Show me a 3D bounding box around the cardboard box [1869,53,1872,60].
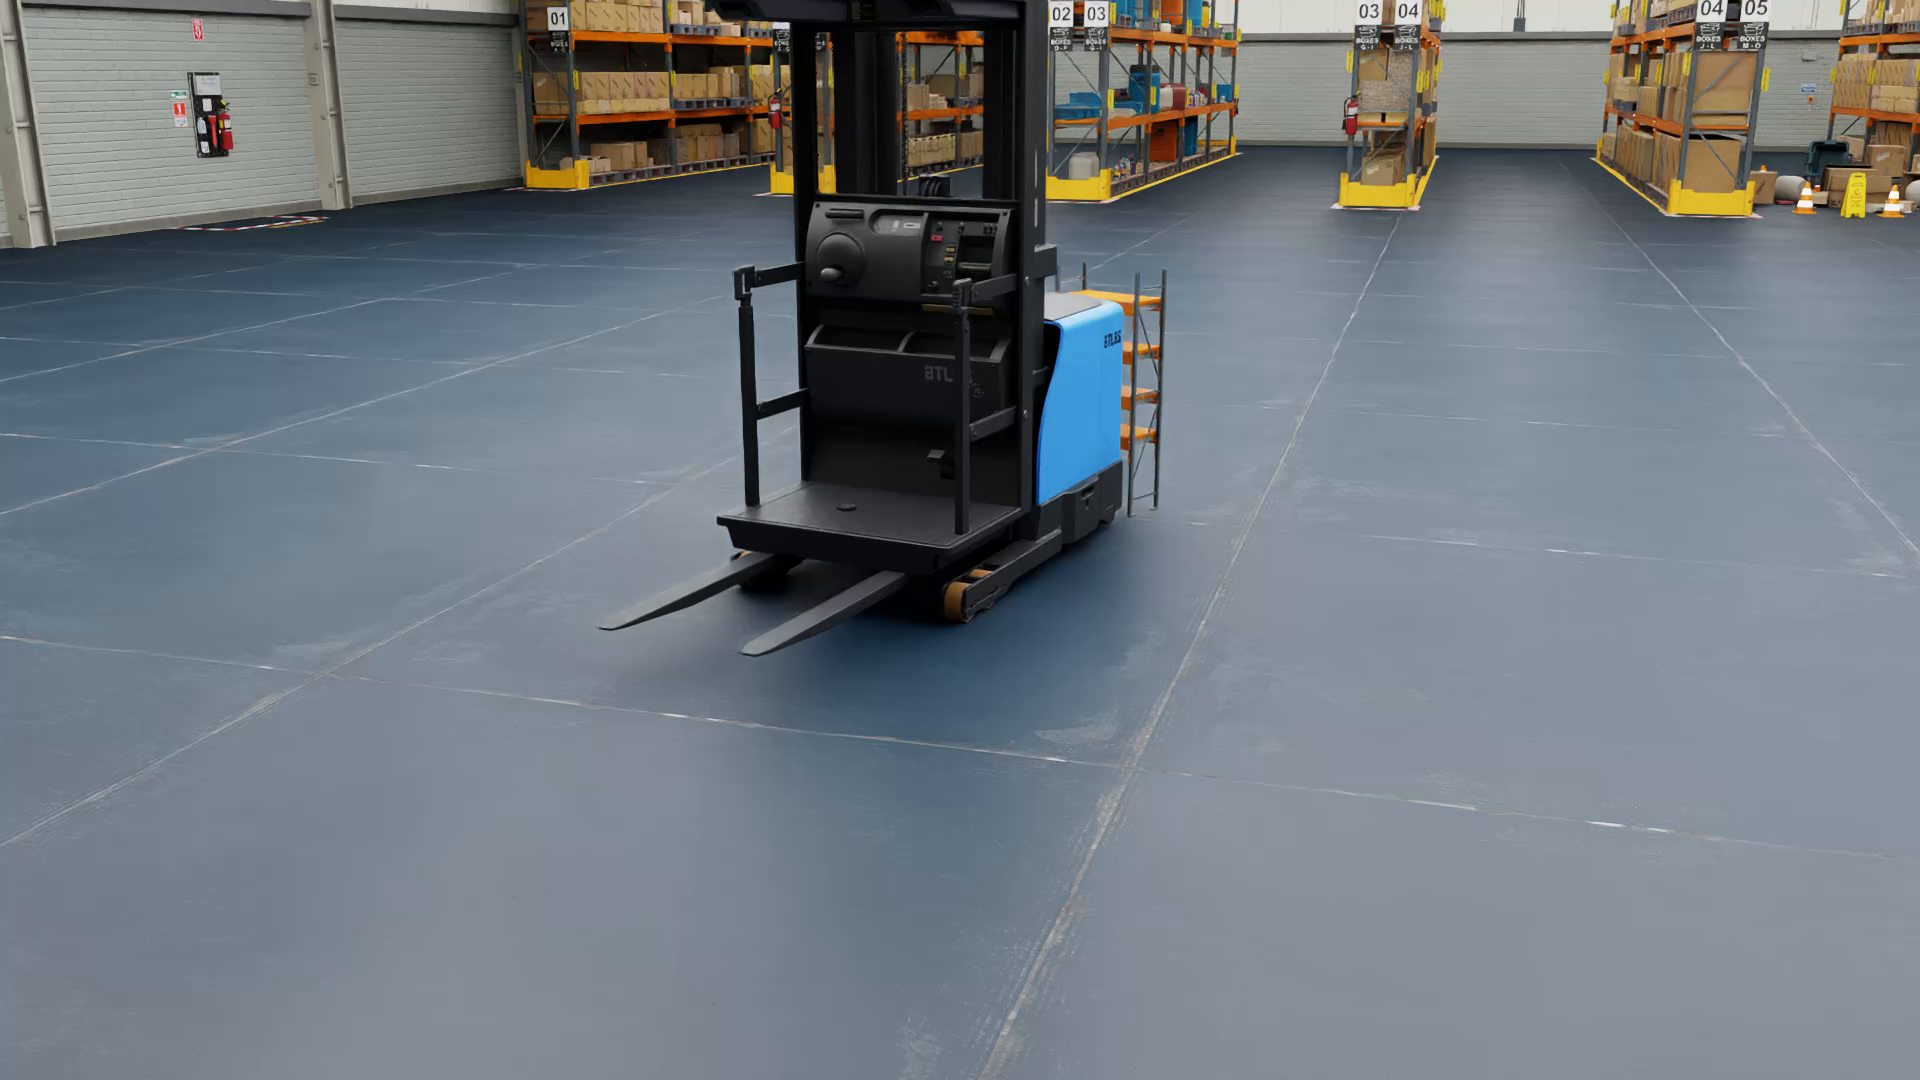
[{"bbox_3d":[19.736,-10.360,35.653,0.380,0.149,0.250,4,16,15],"label":"cardboard box"}]

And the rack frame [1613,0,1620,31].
[{"bbox_3d":[16.001,-13.511,38.972,1.000,3.000,0.127,5,16,16],"label":"rack frame"}]

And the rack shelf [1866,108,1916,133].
[{"bbox_3d":[19.071,-8.351,33.095,1.077,0.370,4.000,5,16,16],"label":"rack shelf"}]

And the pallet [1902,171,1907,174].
[{"bbox_3d":[18.799,-7.033,32.239,1.003,0.211,1.213,5,16,16],"label":"pallet"}]

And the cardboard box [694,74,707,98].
[{"bbox_3d":[-5.883,-9.759,35.750,0.700,0.500,0.500,7,17,24],"label":"cardboard box"}]

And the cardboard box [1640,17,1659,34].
[{"bbox_3d":[13.647,-10.192,32.585,0.500,0.500,0.500,5,16,16],"label":"cardboard box"}]

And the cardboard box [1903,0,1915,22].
[{"bbox_3d":[18.725,-10.351,32.376,0.500,0.500,0.500,5,17,16],"label":"cardboard box"}]

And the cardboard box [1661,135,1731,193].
[{"bbox_3d":[11.832,-6.031,26.721,0.875,0.875,0.875,4,16,15],"label":"cardboard box"}]

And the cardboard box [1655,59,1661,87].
[{"bbox_3d":[13.160,-8.544,30.438,0.700,0.500,0.500,4,16,15],"label":"cardboard box"}]

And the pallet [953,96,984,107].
[{"bbox_3d":[0.053,-10.129,38.394,1.003,0.211,1.213,5,16,16],"label":"pallet"}]

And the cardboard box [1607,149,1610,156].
[{"bbox_3d":[14.943,-8.809,37.843,0.380,0.149,0.250,5,16,16],"label":"cardboard box"}]

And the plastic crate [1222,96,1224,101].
[{"bbox_3d":[6.371,-11.020,41.557,0.396,0.136,0.243,5,16,16],"label":"plastic crate"}]

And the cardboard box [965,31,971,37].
[{"bbox_3d":[-0.259,-11.453,37.032,0.910,0.500,0.500,5,16,16],"label":"cardboard box"}]

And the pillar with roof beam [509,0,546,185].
[{"bbox_3d":[-4.023,-10.805,29.431,9.100,9.000,0.400,5,16,16],"label":"pillar with roof beam"}]

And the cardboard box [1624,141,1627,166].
[{"bbox_3d":[13.815,-7.859,33.852,0.500,0.500,0.500,5,17,18],"label":"cardboard box"}]

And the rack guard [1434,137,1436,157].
[{"bbox_3d":[11.281,-9.839,41.603,1.175,0.500,0.348,5,16,16],"label":"rack guard"}]

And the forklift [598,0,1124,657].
[{"bbox_3d":[-0.317,-1.215,6.741,1.130,2.935,3.031,8,18,25],"label":"forklift"}]

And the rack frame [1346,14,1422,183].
[{"bbox_3d":[6.728,-6.850,26.482,1.000,3.000,0.127,5,16,16],"label":"rack frame"}]

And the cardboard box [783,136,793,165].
[{"bbox_3d":[-2.902,-7.022,29.985,0.500,0.500,0.500,5,16,16],"label":"cardboard box"}]

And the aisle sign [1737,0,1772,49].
[{"bbox_3d":[11.722,-7.648,24.531,0.394,0.787,0.004,5,16,16],"label":"aisle sign"}]

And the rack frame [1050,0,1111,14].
[{"bbox_3d":[1.979,-10.120,27.017,1.000,3.000,0.127,5,16,16],"label":"rack frame"}]

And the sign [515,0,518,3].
[{"bbox_3d":[-8.046,-9.919,30.185,0.100,0.325,0.005,5,16,16],"label":"sign"}]

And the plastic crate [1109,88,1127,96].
[{"bbox_3d":[2.960,-8.462,32.047,0.402,0.464,0.583,5,16,16],"label":"plastic crate"}]

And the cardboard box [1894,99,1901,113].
[{"bbox_3d":[18.686,-8.520,32.645,0.500,0.250,0.500,4,16,15],"label":"cardboard box"}]

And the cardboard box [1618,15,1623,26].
[{"bbox_3d":[15.183,-11.741,37.588,0.500,0.250,0.500,4,16,14],"label":"cardboard box"}]

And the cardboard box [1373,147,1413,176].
[{"bbox_3d":[8.059,-7.064,31.013,0.700,0.500,0.500,3,16,12],"label":"cardboard box"}]

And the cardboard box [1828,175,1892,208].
[{"bbox_3d":[14.301,-5.536,26.426,0.797,0.503,0.637,-7,17,-23],"label":"cardboard box"}]

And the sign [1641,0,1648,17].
[{"bbox_3d":[13.208,-10.266,32.082,0.100,0.325,0.005,5,16,16],"label":"sign"}]

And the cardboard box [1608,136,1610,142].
[{"bbox_3d":[15.016,-9.155,37.974,0.380,0.149,0.250,4,16,14],"label":"cardboard box"}]

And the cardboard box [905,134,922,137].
[{"bbox_3d":[-1.067,-8.609,35.925,0.500,0.311,0.500,4,16,14],"label":"cardboard box"}]

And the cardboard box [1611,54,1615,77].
[{"bbox_3d":[15.313,-10.933,38.318,0.500,0.500,0.500,4,16,15],"label":"cardboard box"}]

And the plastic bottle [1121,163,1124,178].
[{"bbox_3d":[2.919,-6.699,30.144,0.097,0.271,0.097,0,16,0],"label":"plastic bottle"}]

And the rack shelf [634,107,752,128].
[{"bbox_3d":[-5.815,-9.226,36.177,1.077,0.370,4.000,5,16,16],"label":"rack shelf"}]

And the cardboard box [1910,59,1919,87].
[{"bbox_3d":[18.399,-8.859,31.550,0.500,0.500,0.500,4,16,14],"label":"cardboard box"}]

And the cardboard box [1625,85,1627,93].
[{"bbox_3d":[13.578,-9.060,33.418,0.380,0.149,0.250,5,17,17],"label":"cardboard box"}]

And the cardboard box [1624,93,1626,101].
[{"bbox_3d":[13.572,-8.910,33.435,0.380,0.149,0.250,5,17,17],"label":"cardboard box"}]

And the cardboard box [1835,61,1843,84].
[{"bbox_3d":[20.366,-10.693,38.016,0.500,0.500,0.500,4,16,15],"label":"cardboard box"}]

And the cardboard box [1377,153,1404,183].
[{"bbox_3d":[7.456,-6.475,28.973,0.500,0.500,0.500,3,16,11],"label":"cardboard box"}]

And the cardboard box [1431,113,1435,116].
[{"bbox_3d":[11.169,-10.042,40.861,0.875,0.875,0.875,5,16,16],"label":"cardboard box"}]

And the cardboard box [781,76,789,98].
[{"bbox_3d":[-4.422,-10.806,39.665,0.500,0.500,0.500,5,17,17],"label":"cardboard box"}]

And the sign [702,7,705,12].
[{"bbox_3d":[-5.776,-11.870,37.592,0.100,0.325,0.005,5,16,16],"label":"sign"}]

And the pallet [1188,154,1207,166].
[{"bbox_3d":[5.130,-8.833,38.585,1.003,0.211,1.213,5,16,16],"label":"pallet"}]

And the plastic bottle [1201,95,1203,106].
[{"bbox_3d":[5.483,-10.090,38.133,0.152,0.276,0.135,5,16,16],"label":"plastic bottle"}]

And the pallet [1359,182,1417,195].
[{"bbox_3d":[7.363,-6.056,28.794,1.003,0.211,1.213,5,16,16],"label":"pallet"}]

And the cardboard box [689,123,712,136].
[{"bbox_3d":[-5.764,-8.993,36.440,0.500,0.250,0.500,5,16,16],"label":"cardboard box"}]

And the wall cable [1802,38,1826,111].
[{"bbox_3d":[22.356,-12.248,43.595,0.585,1.953,0.123,5,16,16],"label":"wall cable"}]

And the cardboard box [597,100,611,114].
[{"bbox_3d":[-6.943,-8.180,31.409,0.500,0.250,0.500,4,16,14],"label":"cardboard box"}]

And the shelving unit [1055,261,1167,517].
[{"bbox_3d":[0.737,-0.761,8.309,0.503,1.200,0.258,14,21,40],"label":"shelving unit"}]

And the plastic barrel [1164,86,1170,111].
[{"bbox_3d":[4.045,-8.985,33.804,0.421,0.512,0.421,0,16,0],"label":"plastic barrel"}]

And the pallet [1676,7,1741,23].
[{"bbox_3d":[12.000,-8.354,26.452,1.003,0.211,1.213,5,16,16],"label":"pallet"}]
